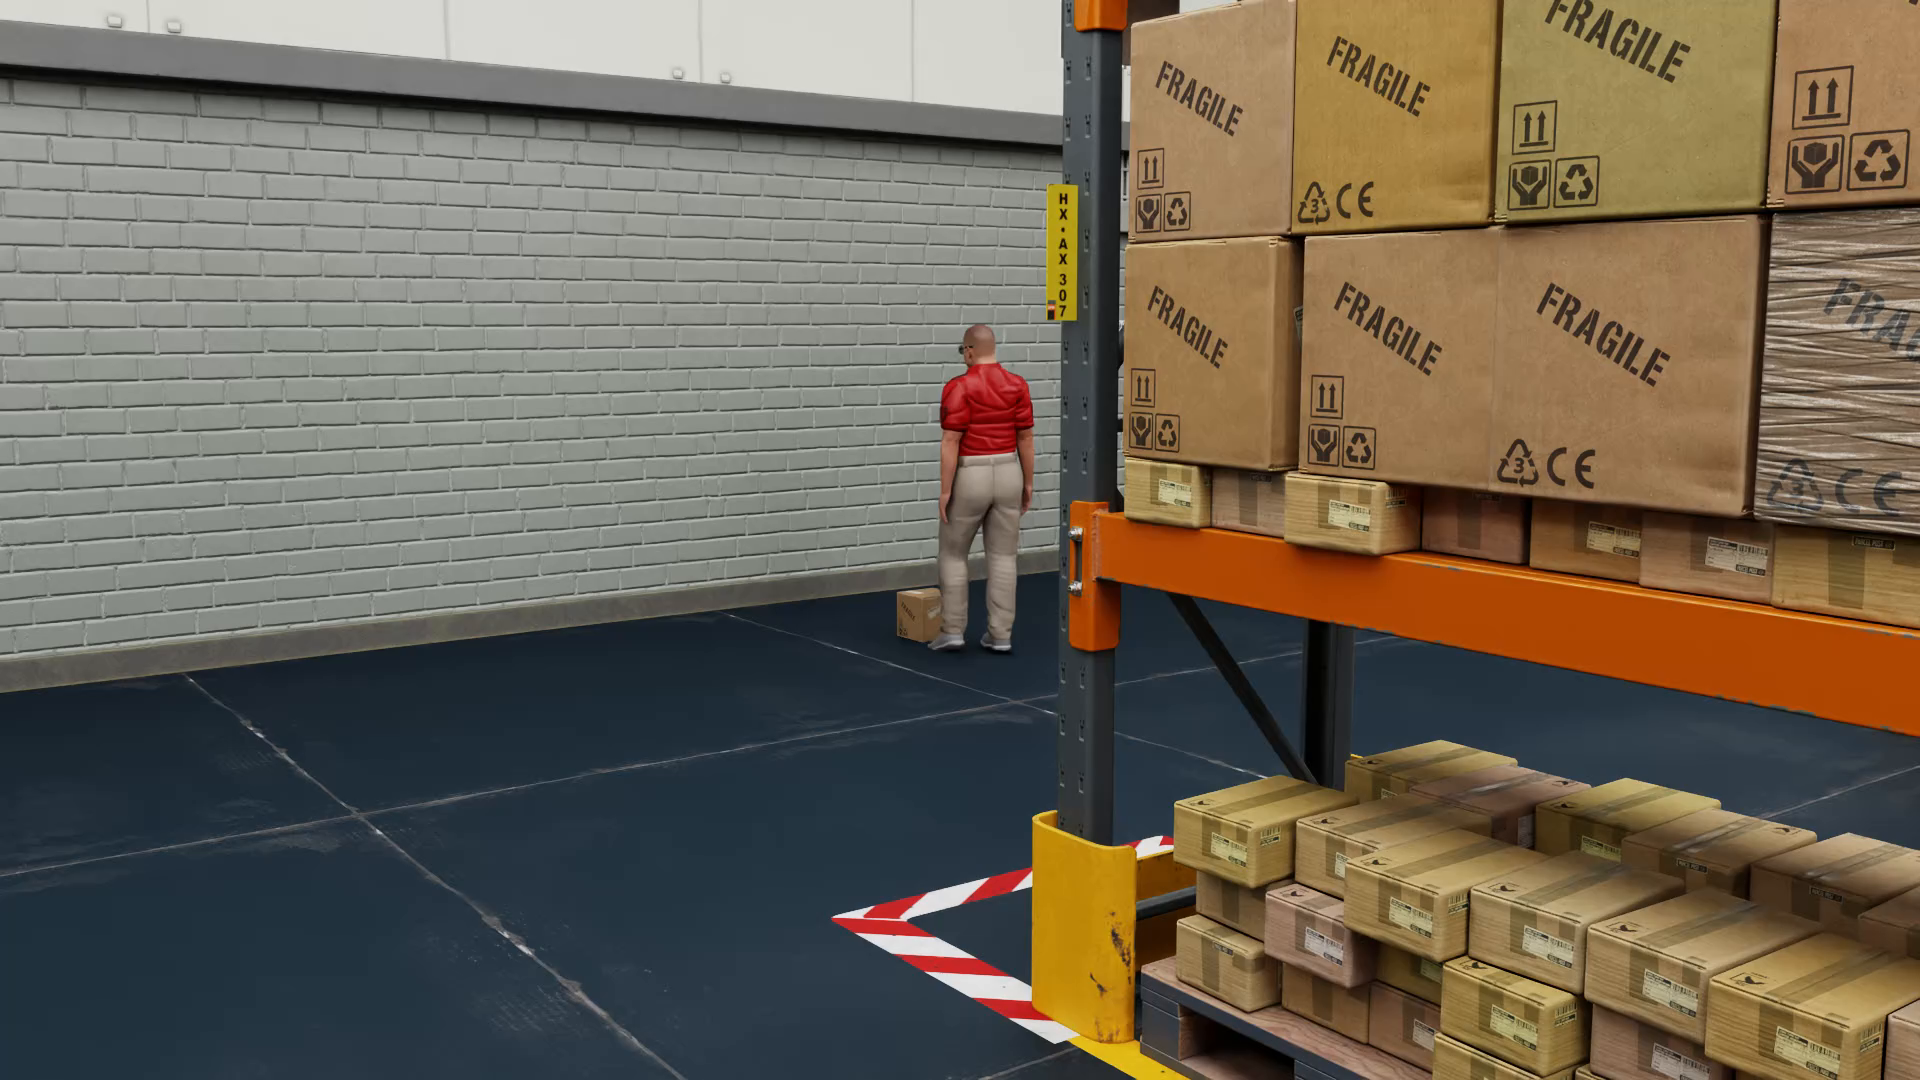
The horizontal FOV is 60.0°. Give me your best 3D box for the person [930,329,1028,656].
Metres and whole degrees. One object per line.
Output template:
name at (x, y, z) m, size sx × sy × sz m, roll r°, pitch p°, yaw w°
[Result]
person at (0.100, -0.246, 8.765) m, size 0.535 × 1.717 × 0.356 m, roll -5°, pitch 9°, yaw -35°
